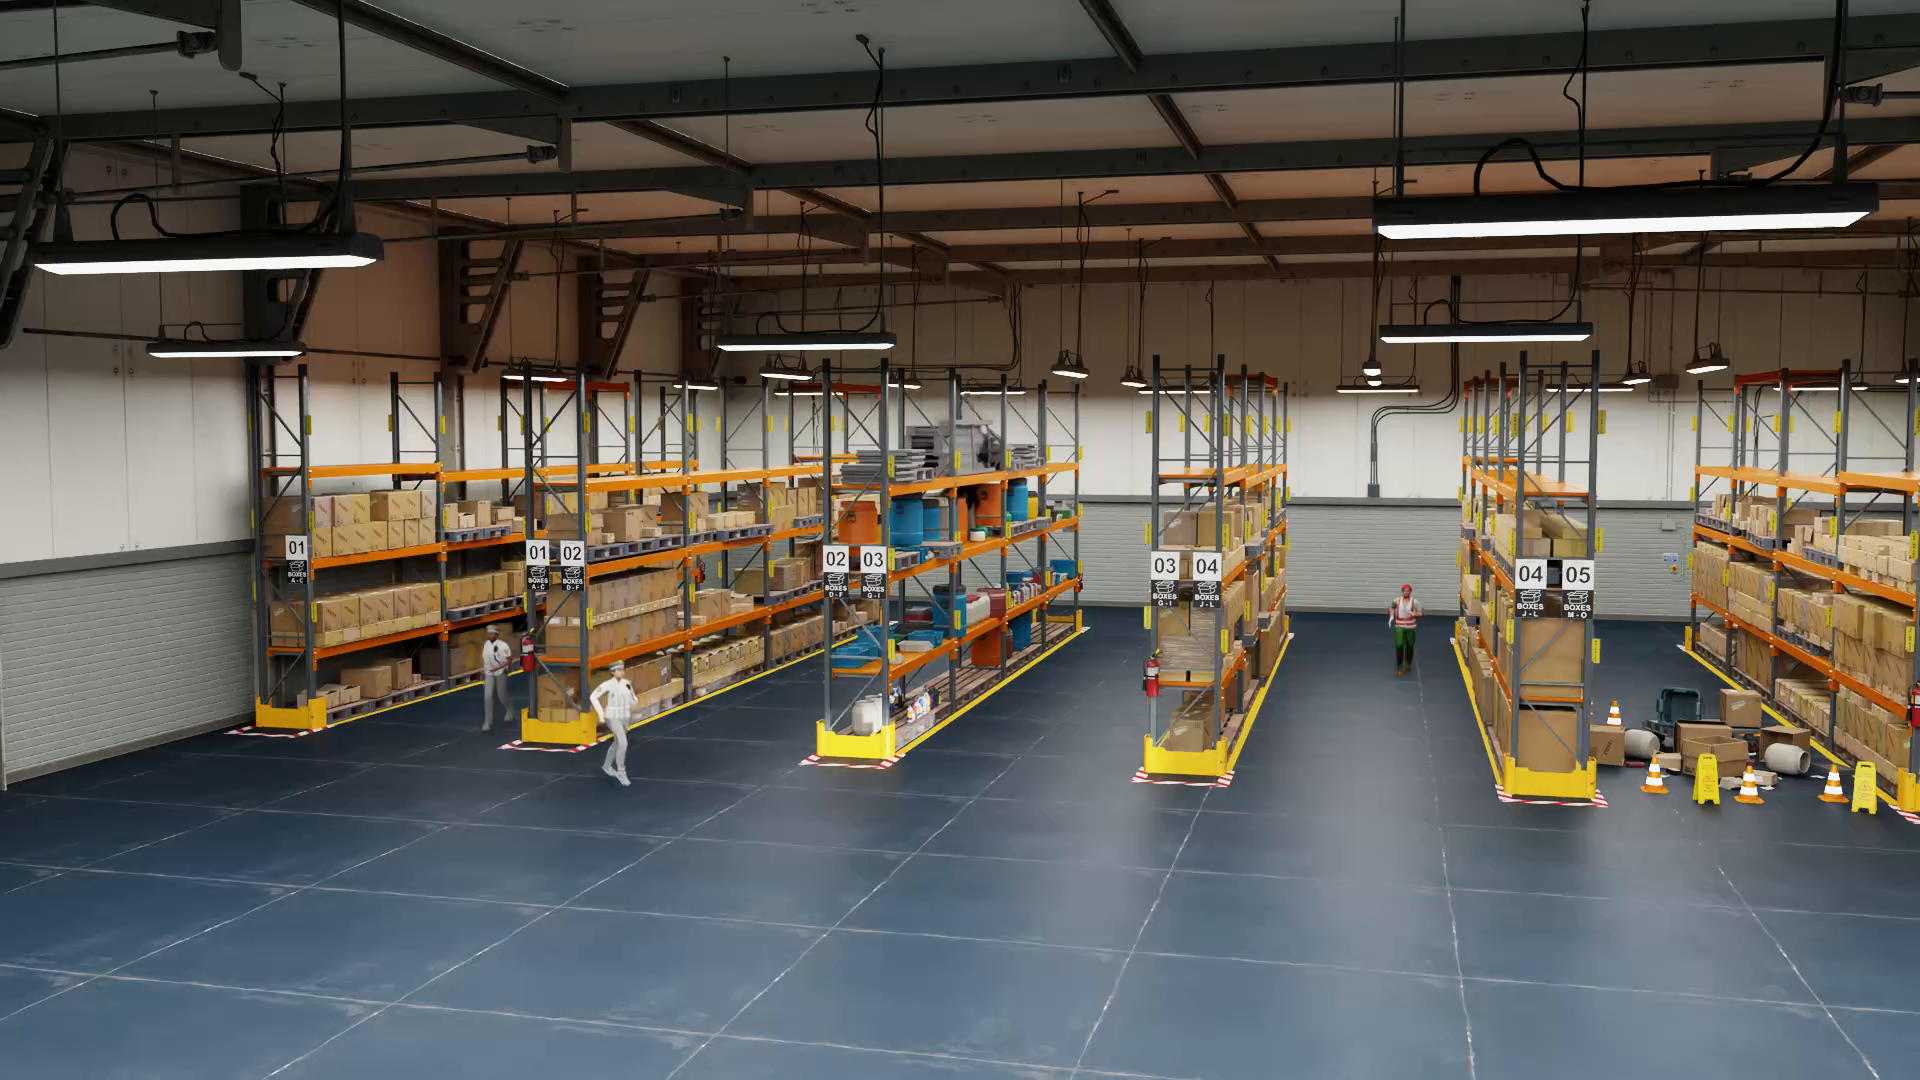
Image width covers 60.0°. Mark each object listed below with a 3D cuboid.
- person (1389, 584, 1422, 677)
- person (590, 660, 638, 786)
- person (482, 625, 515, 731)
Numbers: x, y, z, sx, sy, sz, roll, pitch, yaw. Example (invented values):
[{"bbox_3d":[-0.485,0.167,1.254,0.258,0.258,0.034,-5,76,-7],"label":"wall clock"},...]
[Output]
[{"bbox_3d":[8.947,1.790,33.414,0.654,1.834,0.835,1,4,16],"label":"person"},{"bbox_3d":[-4.807,2.550,23.331,0.758,1.755,0.582,3,5,35],"label":"person"},{"bbox_3d":[-7.649,2.251,27.564,0.571,1.725,0.829,1,4,13],"label":"person"}]
